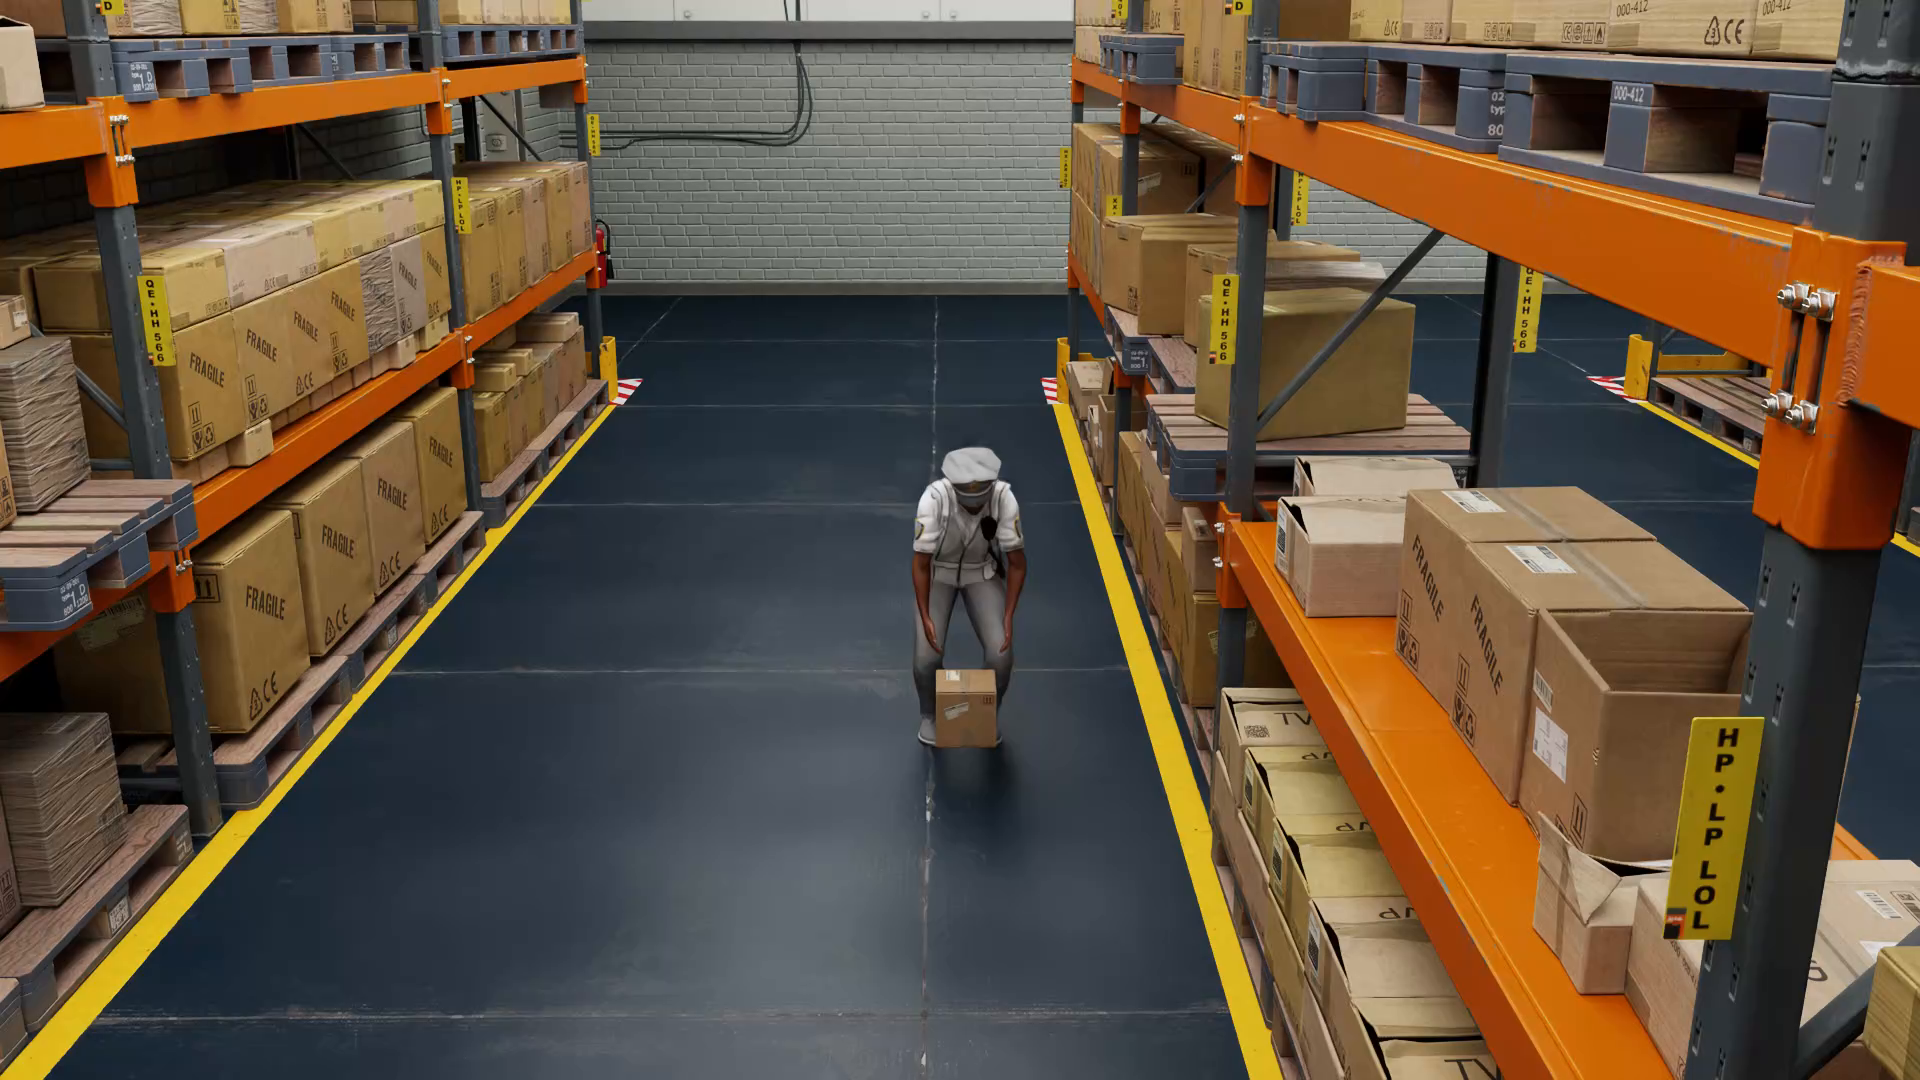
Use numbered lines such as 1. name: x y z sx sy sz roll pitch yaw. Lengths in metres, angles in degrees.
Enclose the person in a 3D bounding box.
1. person: 0.038 0.236 7.267 0.496 1.388 0.707 0 17 -2
